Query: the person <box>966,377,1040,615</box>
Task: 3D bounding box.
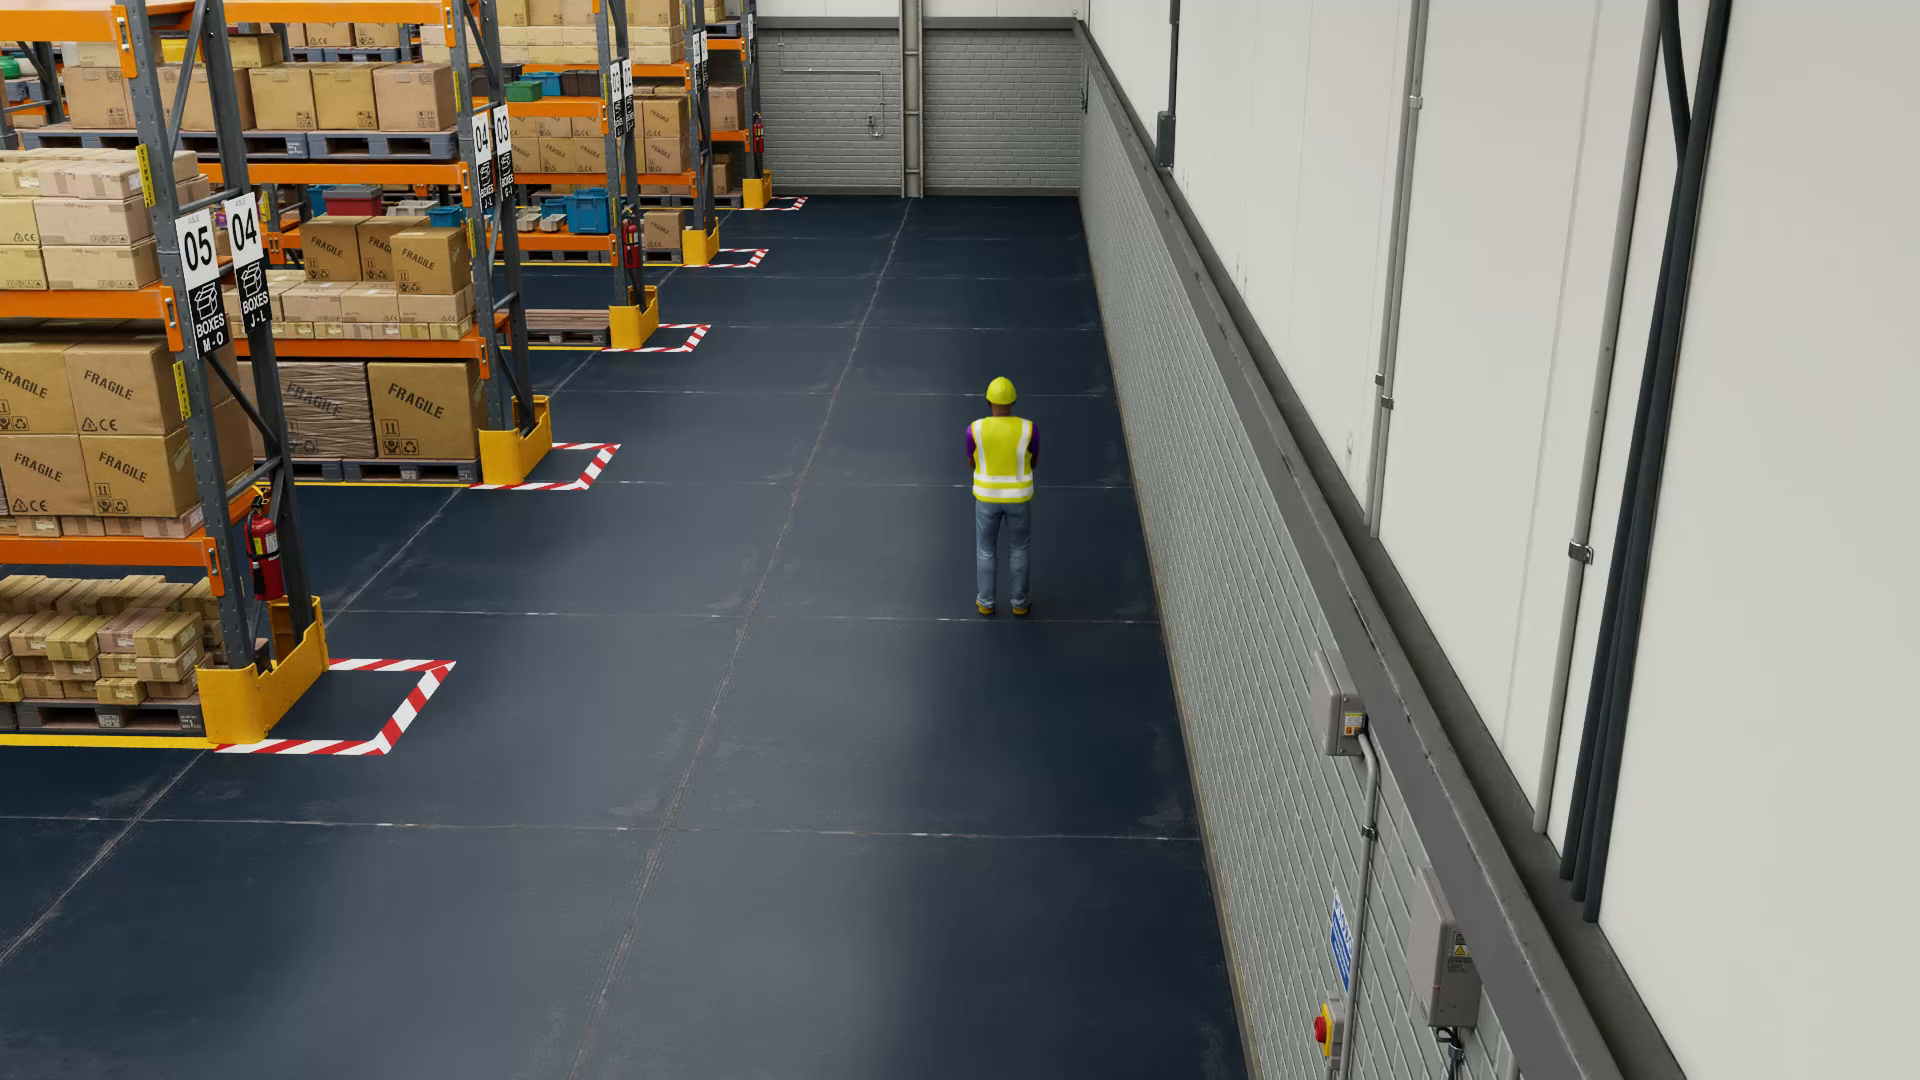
[{"bbox_3d":[0.304,-0.346,11.963,0.521,1.767,0.573,1,21,1],"label":"person"}]
